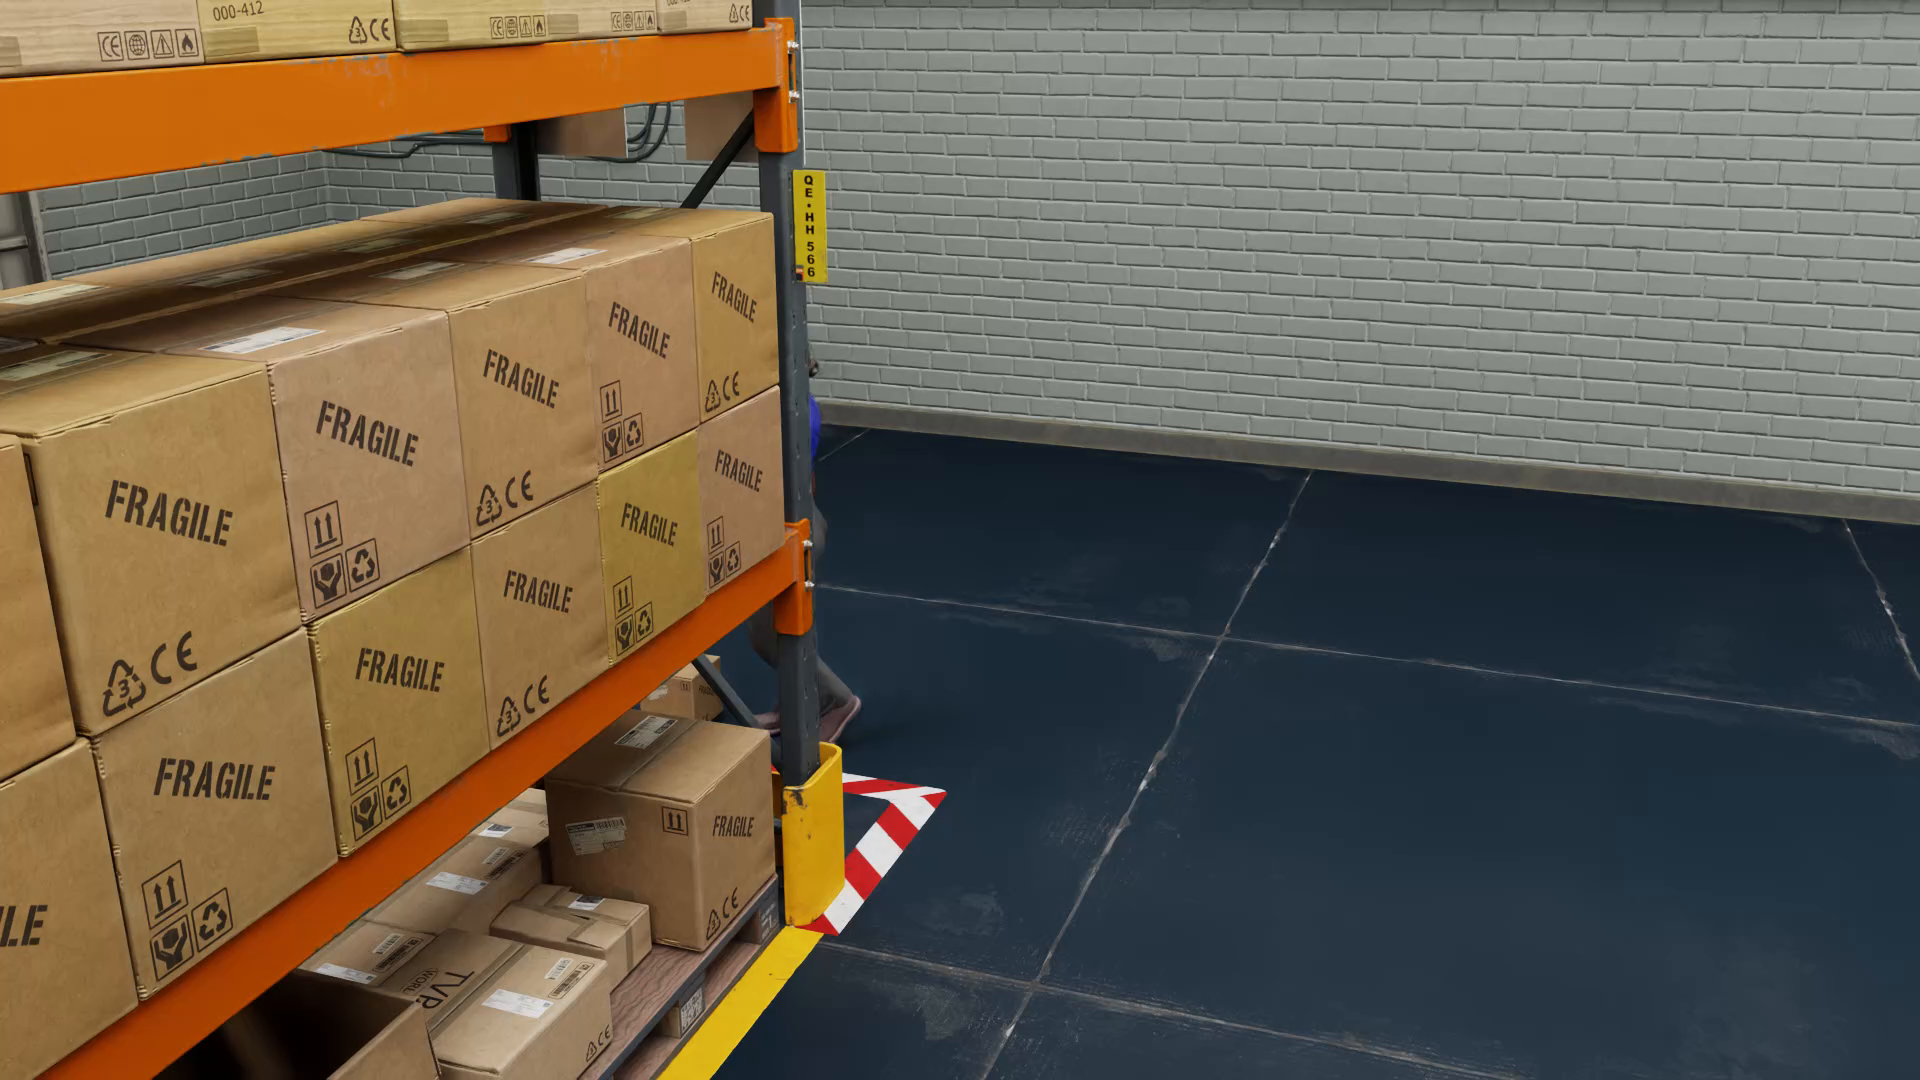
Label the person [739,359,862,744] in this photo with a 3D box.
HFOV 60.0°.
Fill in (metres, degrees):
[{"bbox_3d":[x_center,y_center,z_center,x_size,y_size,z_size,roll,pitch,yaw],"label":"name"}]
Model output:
[{"bbox_3d":[-0.648,0.008,6.531,0.505,1.673,0.463,0,19,-1],"label":"person"}]
